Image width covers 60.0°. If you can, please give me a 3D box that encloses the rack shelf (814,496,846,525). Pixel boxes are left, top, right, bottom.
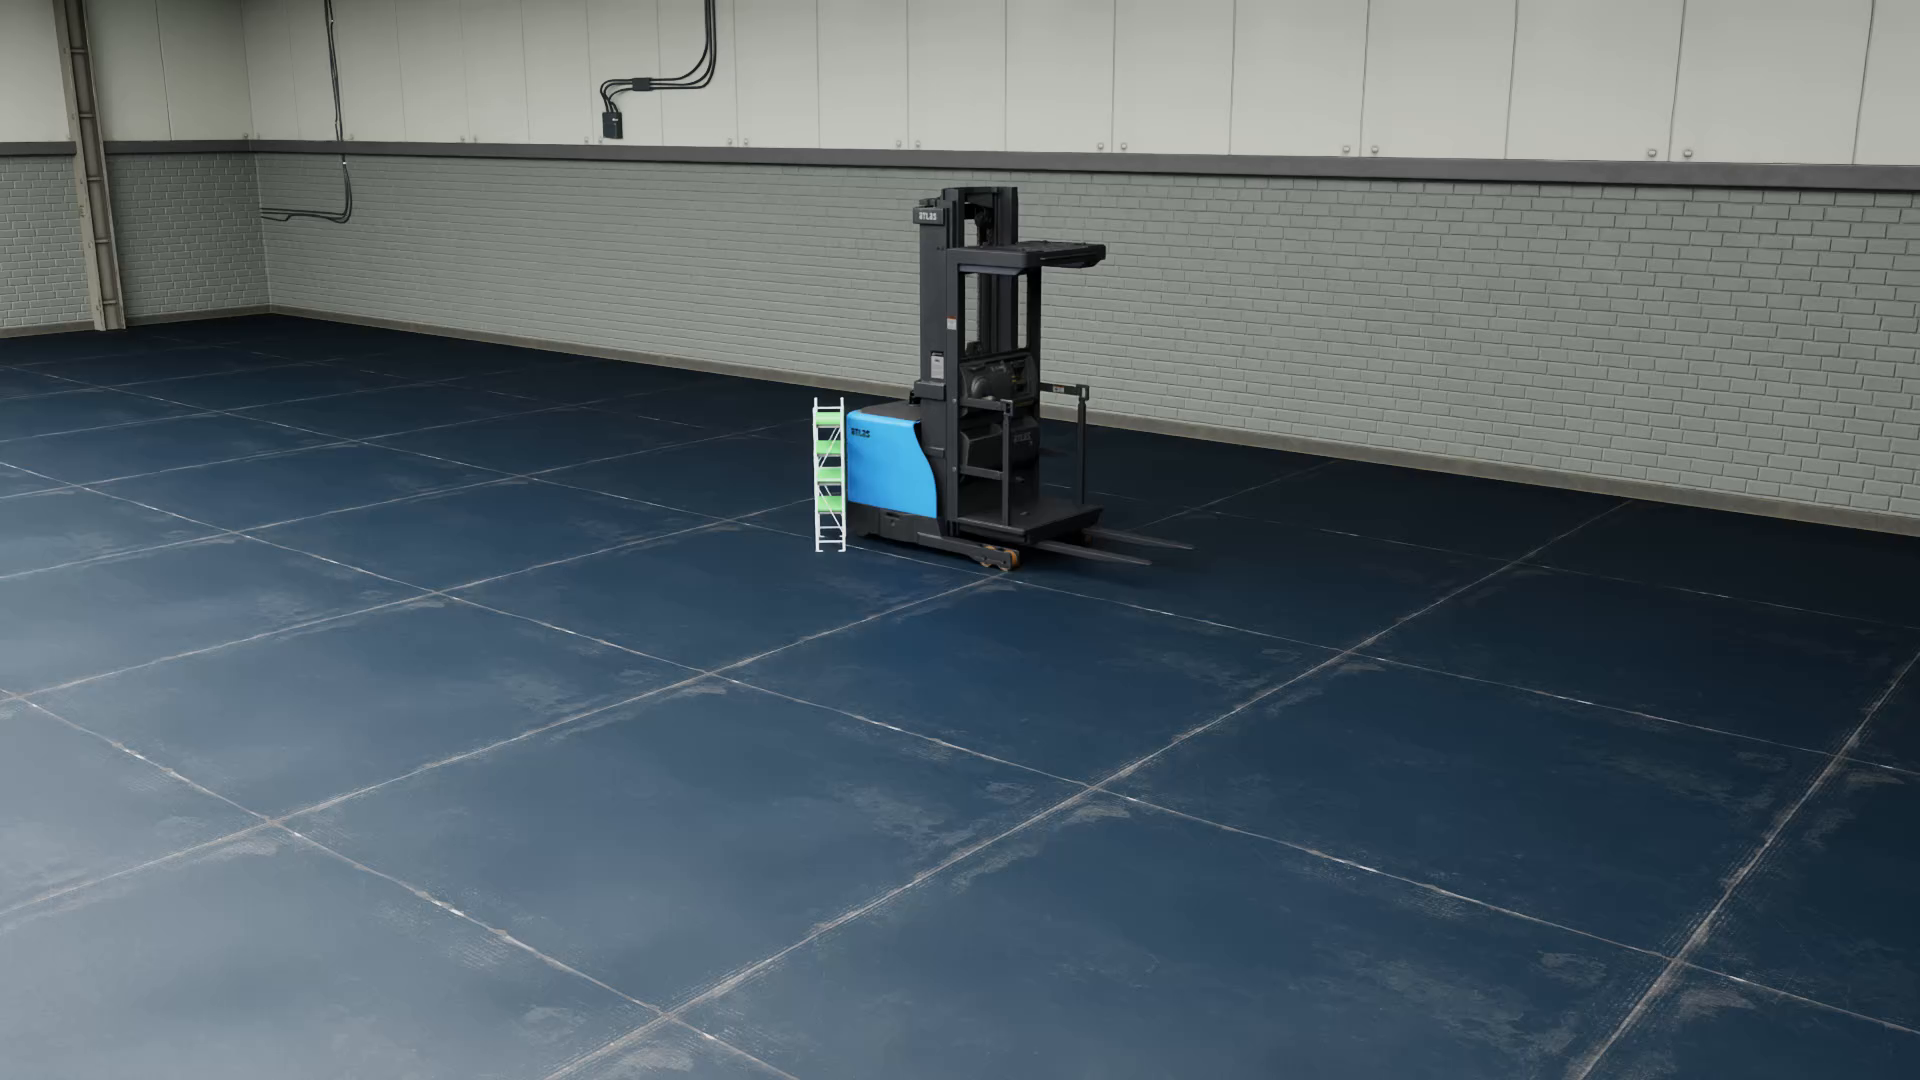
[{"bbox_3d":[-1.084,-0.255,13.922,0.258,0.148,0.480,-1,14,-3],"label":"rack shelf"}]

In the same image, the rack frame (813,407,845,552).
[{"bbox_3d":[-1.069,-0.489,13.611,0.240,1.200,0.015,-1,14,-3],"label":"rack frame"}]

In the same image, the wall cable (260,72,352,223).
[{"bbox_3d":[-11.552,-6.803,28.931,3.097,2.526,0.112,11,18,38],"label":"wall cable"}]

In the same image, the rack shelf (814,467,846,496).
[{"bbox_3d":[-1.084,-0.487,13.863,0.258,0.148,0.480,-1,14,-3],"label":"rack shelf"}]

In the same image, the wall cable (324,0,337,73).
[{"bbox_3d":[-9.447,-8.832,26.662,3.097,2.526,0.112,11,18,38],"label":"wall cable"}]

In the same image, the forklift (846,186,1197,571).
[{"bbox_3d":[0.480,-1.321,13.372,3.031,2.935,1.130,12,18,39],"label":"forklift"}]

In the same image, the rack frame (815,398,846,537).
[{"bbox_3d":[-1.099,-0.609,14.083,0.240,1.200,0.015,-1,14,-3],"label":"rack frame"}]

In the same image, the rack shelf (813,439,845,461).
[{"bbox_3d":[-1.084,-0.720,13.804,0.258,0.148,0.480,-1,14,-3],"label":"rack shelf"}]

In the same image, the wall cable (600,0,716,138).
[{"bbox_3d":[-4.178,-8.484,22.335,2.305,6.003,0.169,11,18,38],"label":"wall cable"}]

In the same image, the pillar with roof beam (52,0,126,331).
[{"bbox_3d":[-11.083,-7.282,24.511,9.100,9.000,0.400,11,18,38],"label":"pillar with roof beam"}]

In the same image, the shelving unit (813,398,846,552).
[{"bbox_3d":[-1.084,-0.549,13.847,0.258,1.200,0.503,-1,14,-3],"label":"shelving unit"}]

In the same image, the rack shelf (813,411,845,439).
[{"bbox_3d":[-1.084,-0.952,13.745,0.258,0.148,0.480,-1,14,-3],"label":"rack shelf"}]
